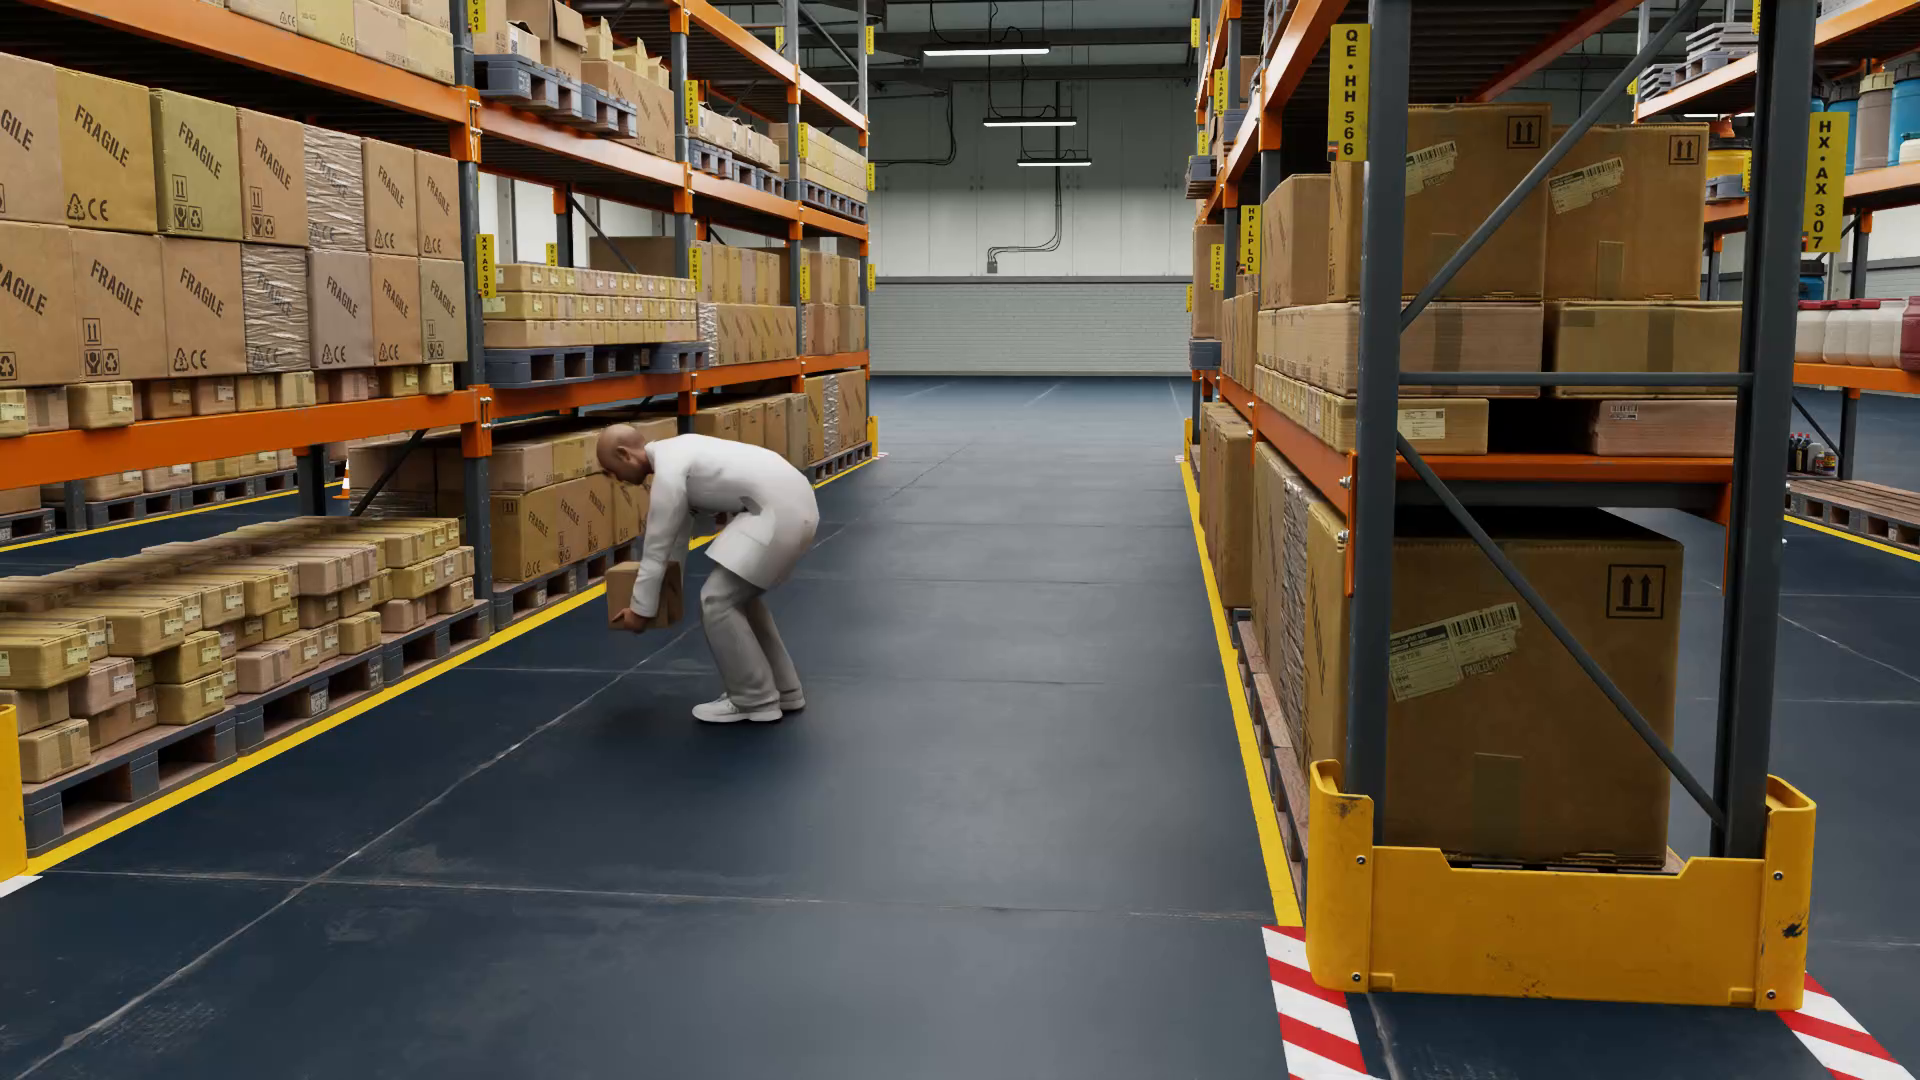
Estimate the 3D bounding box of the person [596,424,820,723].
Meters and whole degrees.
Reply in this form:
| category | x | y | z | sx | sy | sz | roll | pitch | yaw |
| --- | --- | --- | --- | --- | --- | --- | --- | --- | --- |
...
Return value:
| category | x | y | z | sx | sy | sz | roll | pitch | yaw |
| --- | --- | --- | --- | --- | --- | --- | --- | --- | --- |
| person | -1.049 | 0.130 | 6.965 | 0.922 | 1.231 | 0.568 | 1 | 7 | 4 |
